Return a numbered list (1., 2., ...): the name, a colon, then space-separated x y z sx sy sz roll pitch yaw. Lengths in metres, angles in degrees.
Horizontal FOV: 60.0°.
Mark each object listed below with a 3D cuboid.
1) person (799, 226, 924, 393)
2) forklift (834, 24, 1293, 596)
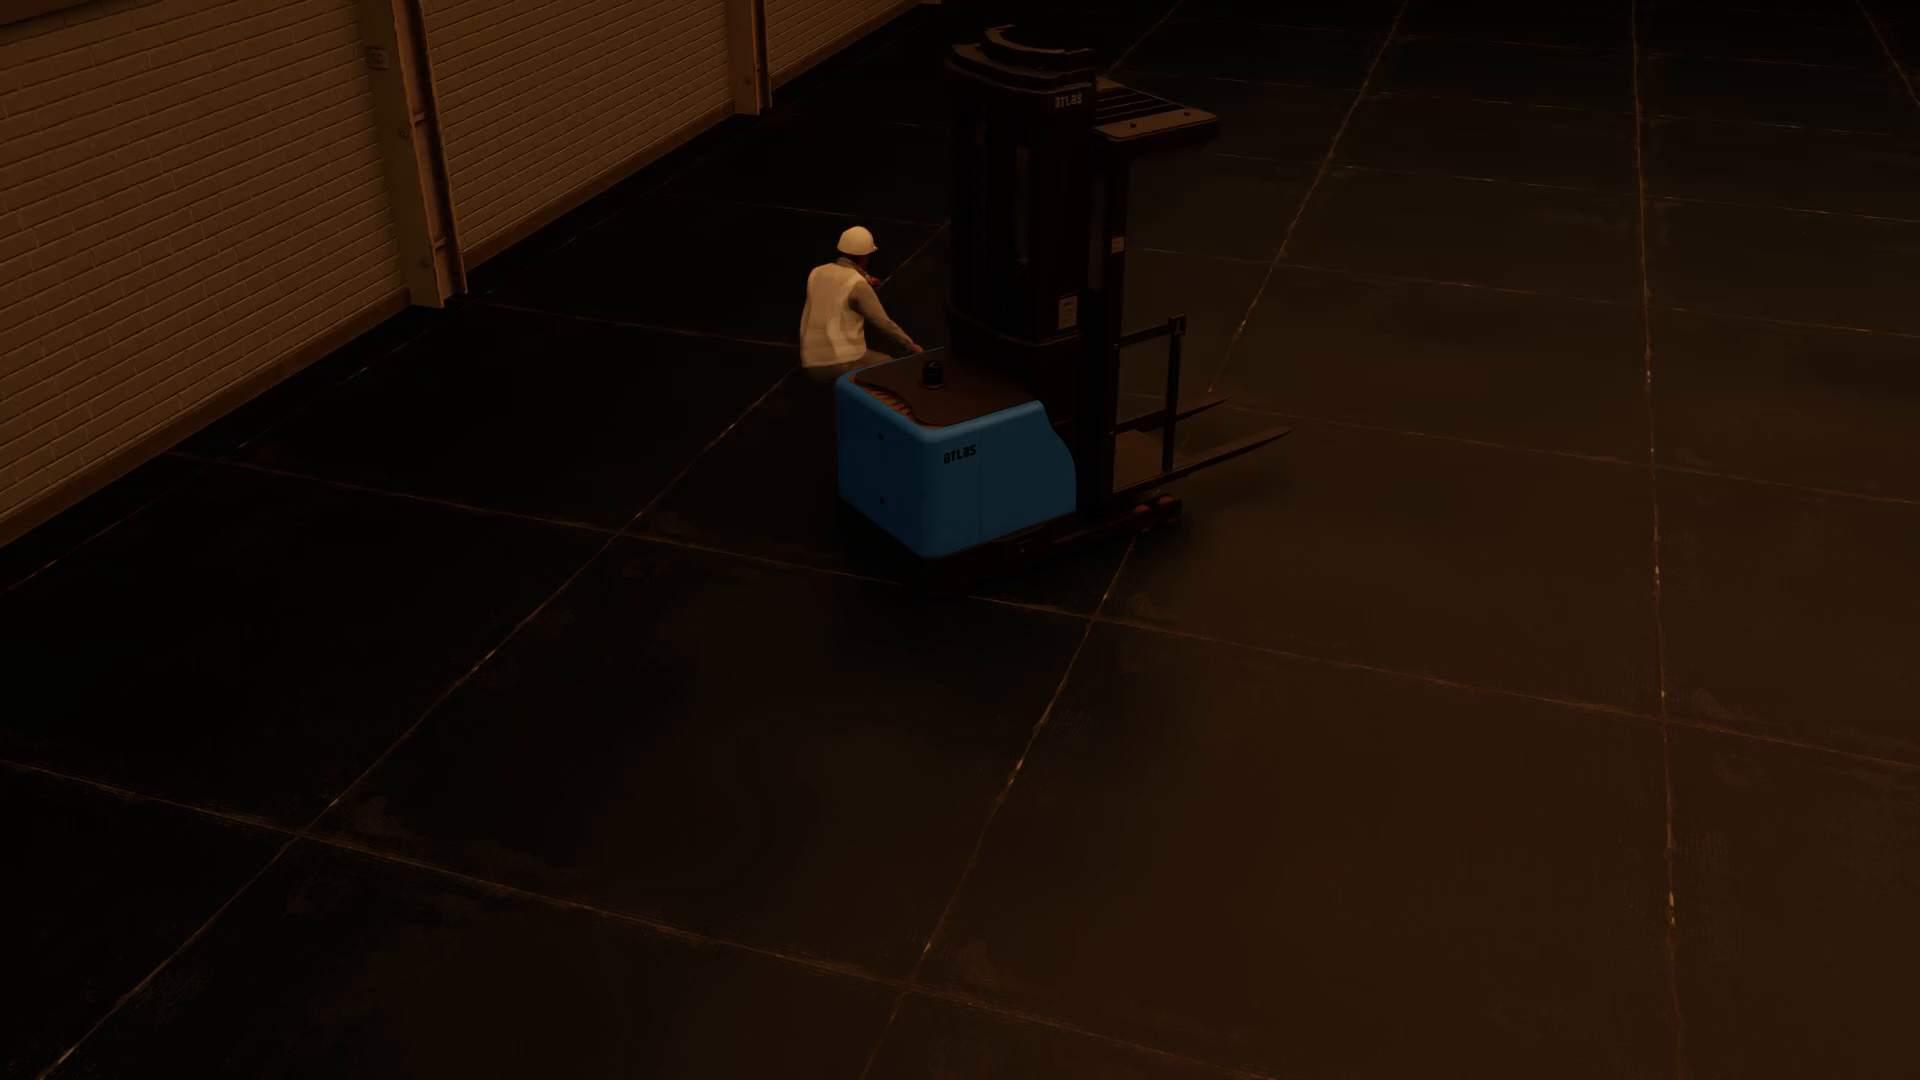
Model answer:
1. person: -0.561 -1.249 10.741 1.052 1.530 0.907 16 33 25
2. forklift: 0.760 -1.515 9.795 3.031 2.935 1.130 -19 35 -30
